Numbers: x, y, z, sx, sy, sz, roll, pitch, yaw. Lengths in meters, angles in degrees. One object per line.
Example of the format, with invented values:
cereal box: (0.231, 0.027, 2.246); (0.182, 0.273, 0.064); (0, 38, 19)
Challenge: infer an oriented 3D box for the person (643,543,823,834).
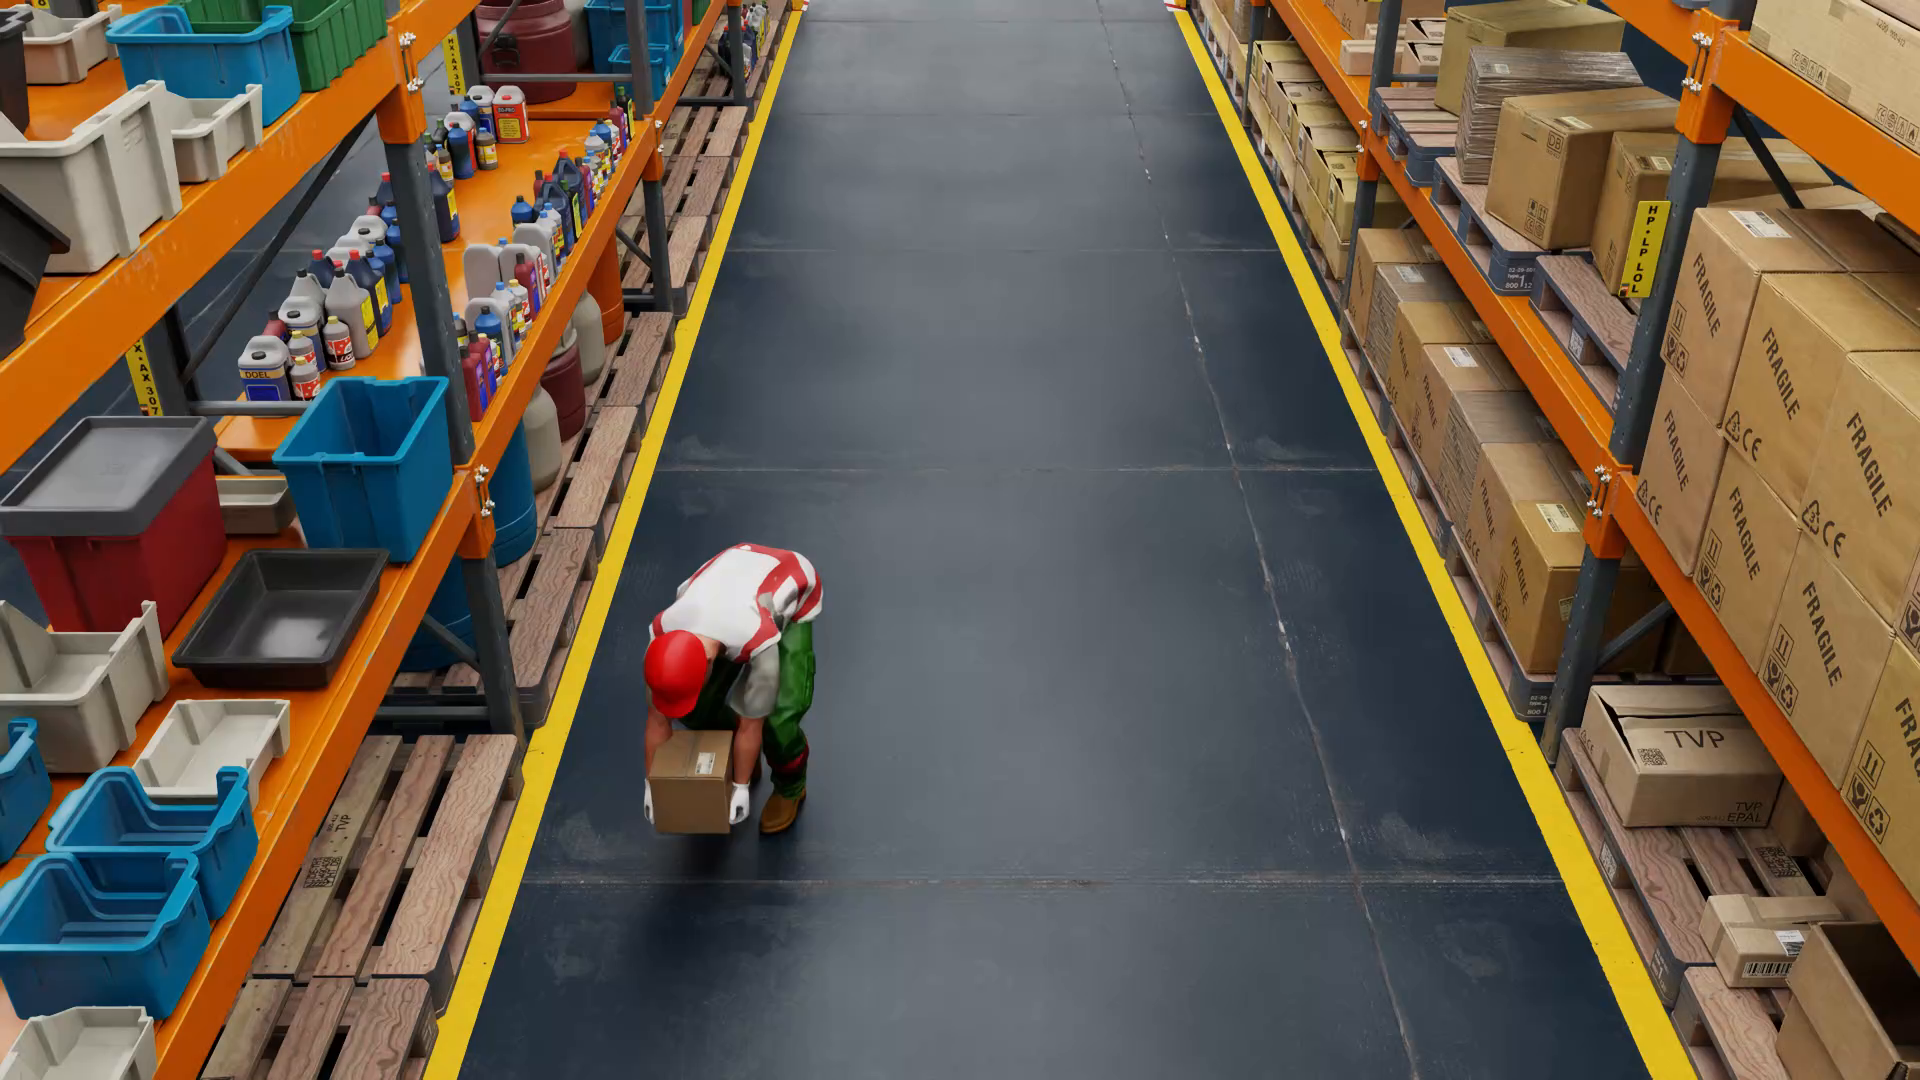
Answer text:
person: (-0.802, 0.587, 5.819); (0.517, 1.085, 0.956); (11, 33, 18)
